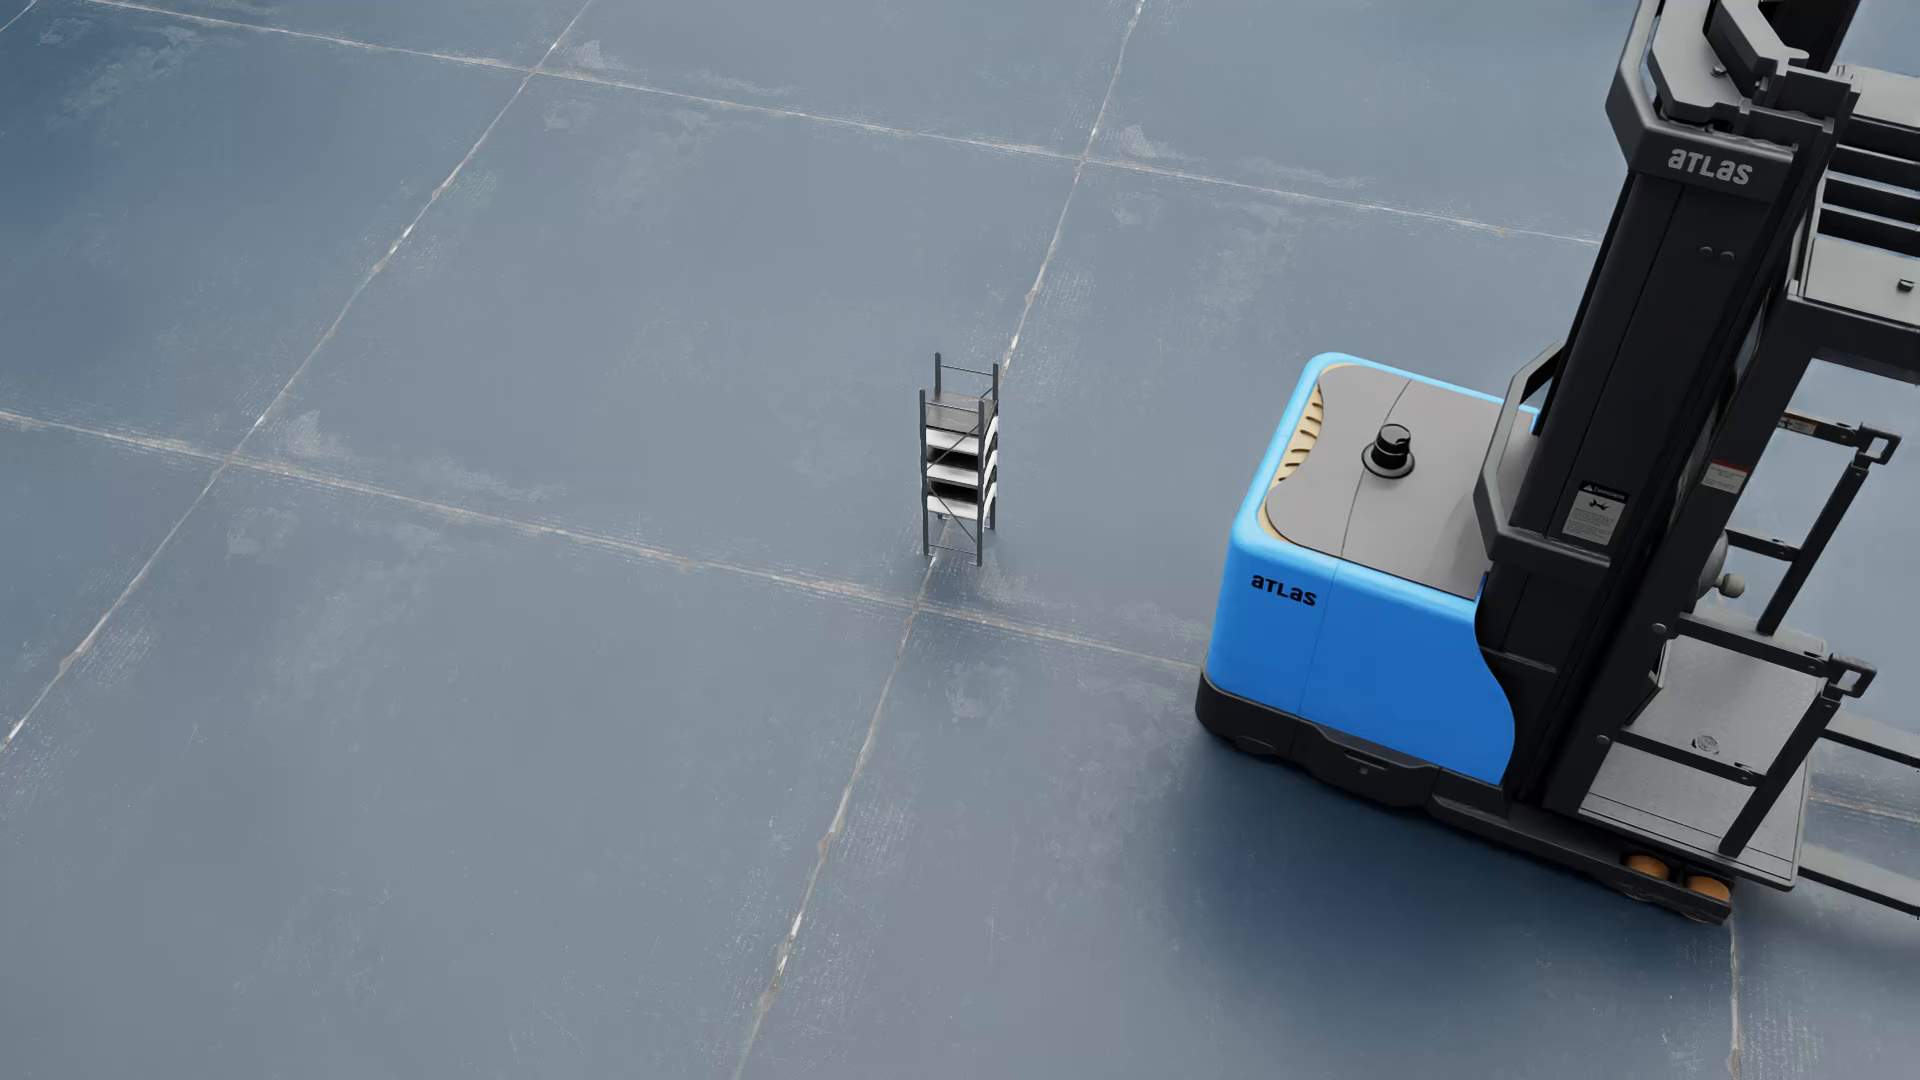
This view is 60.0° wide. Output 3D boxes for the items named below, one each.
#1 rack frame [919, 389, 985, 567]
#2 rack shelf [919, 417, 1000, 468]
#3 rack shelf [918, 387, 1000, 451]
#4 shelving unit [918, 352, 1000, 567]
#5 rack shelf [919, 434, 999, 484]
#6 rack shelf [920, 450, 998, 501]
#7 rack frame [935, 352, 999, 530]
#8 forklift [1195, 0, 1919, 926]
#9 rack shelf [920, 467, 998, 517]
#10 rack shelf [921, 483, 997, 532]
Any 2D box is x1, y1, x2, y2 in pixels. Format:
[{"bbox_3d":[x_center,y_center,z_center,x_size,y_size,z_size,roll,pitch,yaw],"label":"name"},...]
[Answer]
[{"bbox_3d":[-0.029,-0.218,6.261,0.240,0.900,0.006,12,50,10],"label":"rack frame"},{"bbox_3d":[-0.002,-0.389,6.216,0.258,0.077,0.200,12,50,10],"label":"rack shelf"},{"bbox_3d":[-0.002,-0.449,6.149,0.258,0.077,0.200,12,50,10],"label":"rack shelf"},{"bbox_3d":[-0.002,-0.292,6.326,0.258,0.900,0.210,12,50,10],"label":"shelving unit"},{"bbox_3d":[-0.002,-0.329,6.284,0.258,0.077,0.200,12,50,10],"label":"rack shelf"},{"bbox_3d":[-0.002,-0.270,6.351,0.258,0.077,0.200,12,50,10],"label":"rack shelf"},{"bbox_3d":[0.025,-0.365,6.391,0.240,0.900,0.006,12,50,10],"label":"rack frame"},{"bbox_3d":[2.414,-0.155,4.851,3.031,2.935,1.130,19,51,16],"label":"forklift"},{"bbox_3d":[-0.002,-0.210,6.419,0.258,0.077,0.200,12,50,10],"label":"rack shelf"},{"bbox_3d":[-0.002,-0.151,6.486,0.258,0.077,0.200,12,50,10],"label":"rack shelf"}]
